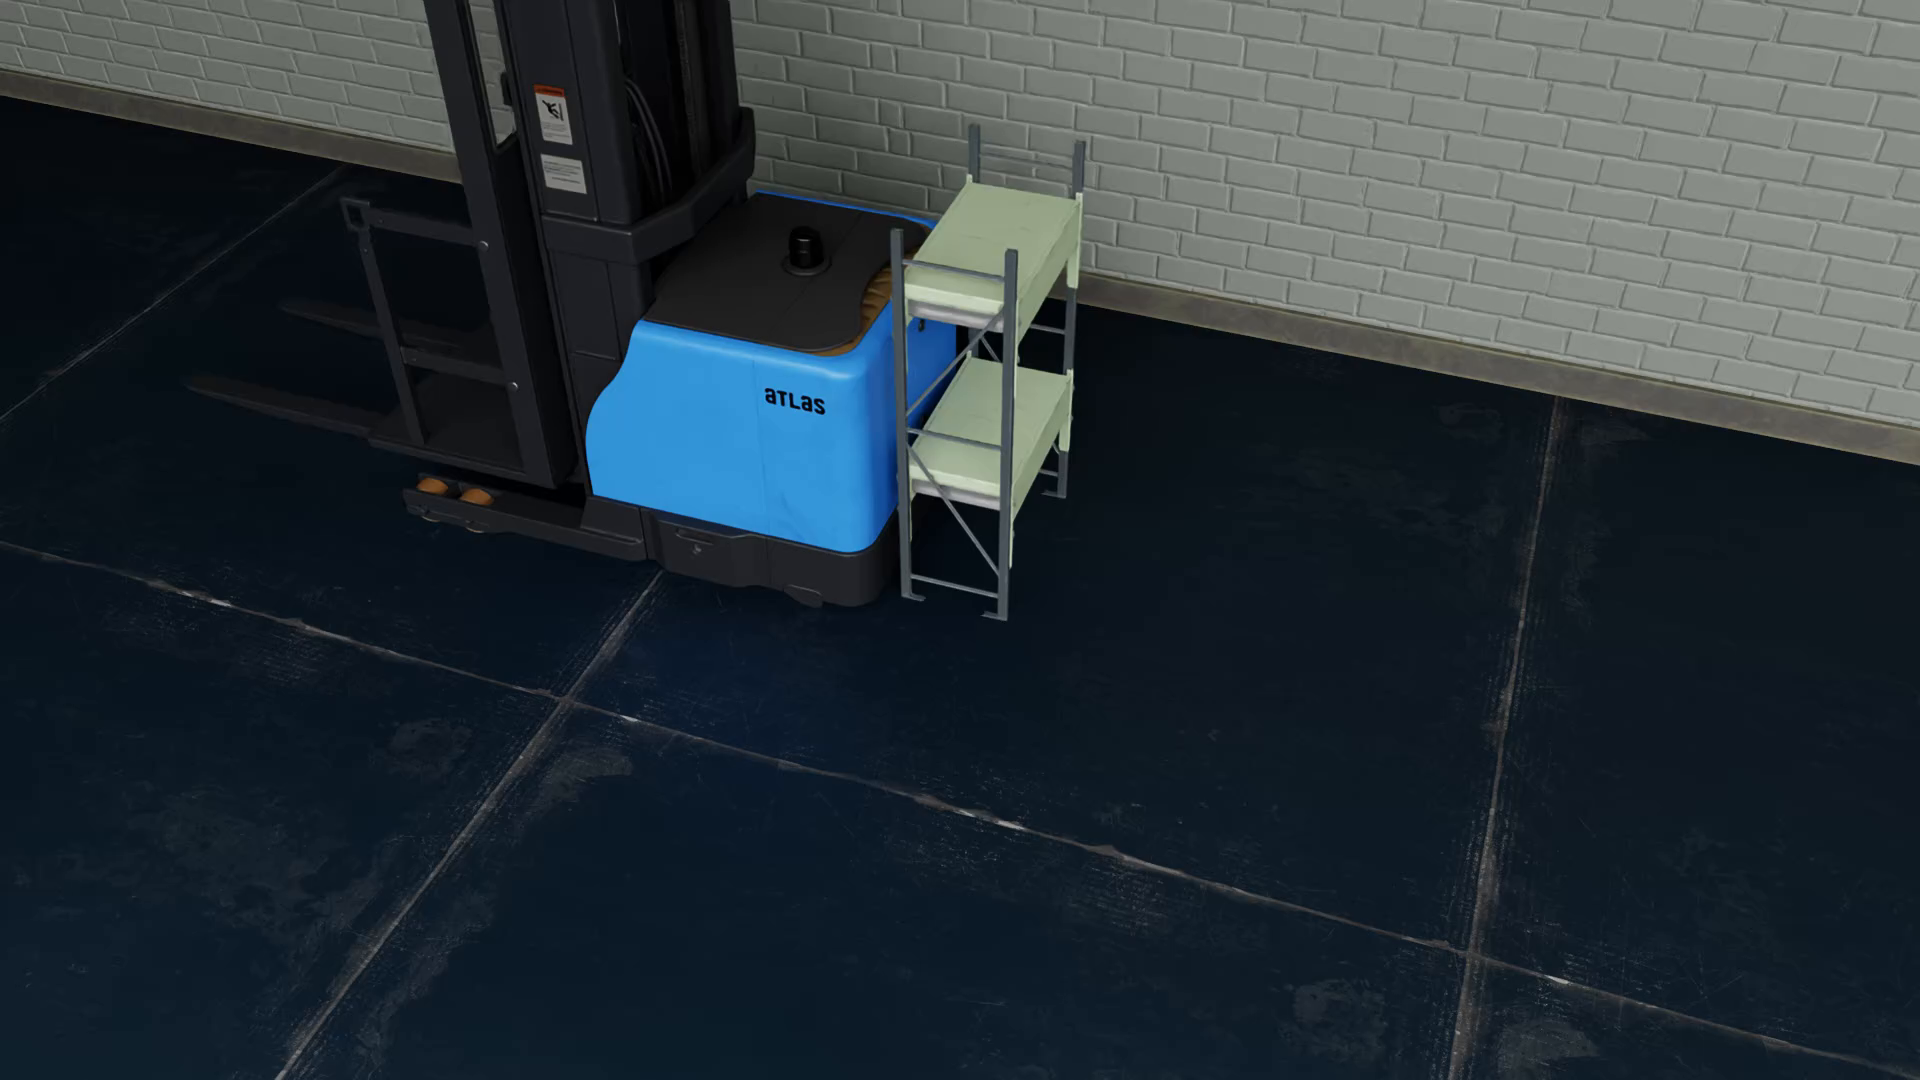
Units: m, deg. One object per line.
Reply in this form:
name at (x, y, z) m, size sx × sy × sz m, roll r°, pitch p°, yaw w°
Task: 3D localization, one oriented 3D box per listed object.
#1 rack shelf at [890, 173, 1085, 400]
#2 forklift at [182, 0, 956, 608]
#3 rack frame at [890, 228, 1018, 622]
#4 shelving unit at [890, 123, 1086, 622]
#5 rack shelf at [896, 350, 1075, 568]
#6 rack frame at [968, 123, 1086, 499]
rack shelf at (0.101, -0.850, 5.490) m, size 0.431 × 0.370 × 0.720 m, roll 13°, pitch 42°, yaw 15°
forklift at (-1.574, -1.452, 5.693) m, size 3.031 × 2.935 × 1.130 m, roll 13°, pitch 42°, yaw 15°
rack frame at (-0.019, -0.329, 5.480) m, size 0.400 × 1.500 × 0.023 m, roll 13°, pitch 42°, yaw 15°
shelving unit at (0.101, -0.554, 5.743) m, size 0.431 × 1.500 × 0.755 m, roll 13°, pitch 42°, yaw 15°
rack shelf at (0.101, -0.306, 5.955) m, size 0.431 × 0.370 × 0.720 m, roll 13°, pitch 42°, yaw 15°
rack frame at (0.222, -0.778, 6.006) m, size 0.400 × 1.500 × 0.023 m, roll 13°, pitch 42°, yaw 15°
